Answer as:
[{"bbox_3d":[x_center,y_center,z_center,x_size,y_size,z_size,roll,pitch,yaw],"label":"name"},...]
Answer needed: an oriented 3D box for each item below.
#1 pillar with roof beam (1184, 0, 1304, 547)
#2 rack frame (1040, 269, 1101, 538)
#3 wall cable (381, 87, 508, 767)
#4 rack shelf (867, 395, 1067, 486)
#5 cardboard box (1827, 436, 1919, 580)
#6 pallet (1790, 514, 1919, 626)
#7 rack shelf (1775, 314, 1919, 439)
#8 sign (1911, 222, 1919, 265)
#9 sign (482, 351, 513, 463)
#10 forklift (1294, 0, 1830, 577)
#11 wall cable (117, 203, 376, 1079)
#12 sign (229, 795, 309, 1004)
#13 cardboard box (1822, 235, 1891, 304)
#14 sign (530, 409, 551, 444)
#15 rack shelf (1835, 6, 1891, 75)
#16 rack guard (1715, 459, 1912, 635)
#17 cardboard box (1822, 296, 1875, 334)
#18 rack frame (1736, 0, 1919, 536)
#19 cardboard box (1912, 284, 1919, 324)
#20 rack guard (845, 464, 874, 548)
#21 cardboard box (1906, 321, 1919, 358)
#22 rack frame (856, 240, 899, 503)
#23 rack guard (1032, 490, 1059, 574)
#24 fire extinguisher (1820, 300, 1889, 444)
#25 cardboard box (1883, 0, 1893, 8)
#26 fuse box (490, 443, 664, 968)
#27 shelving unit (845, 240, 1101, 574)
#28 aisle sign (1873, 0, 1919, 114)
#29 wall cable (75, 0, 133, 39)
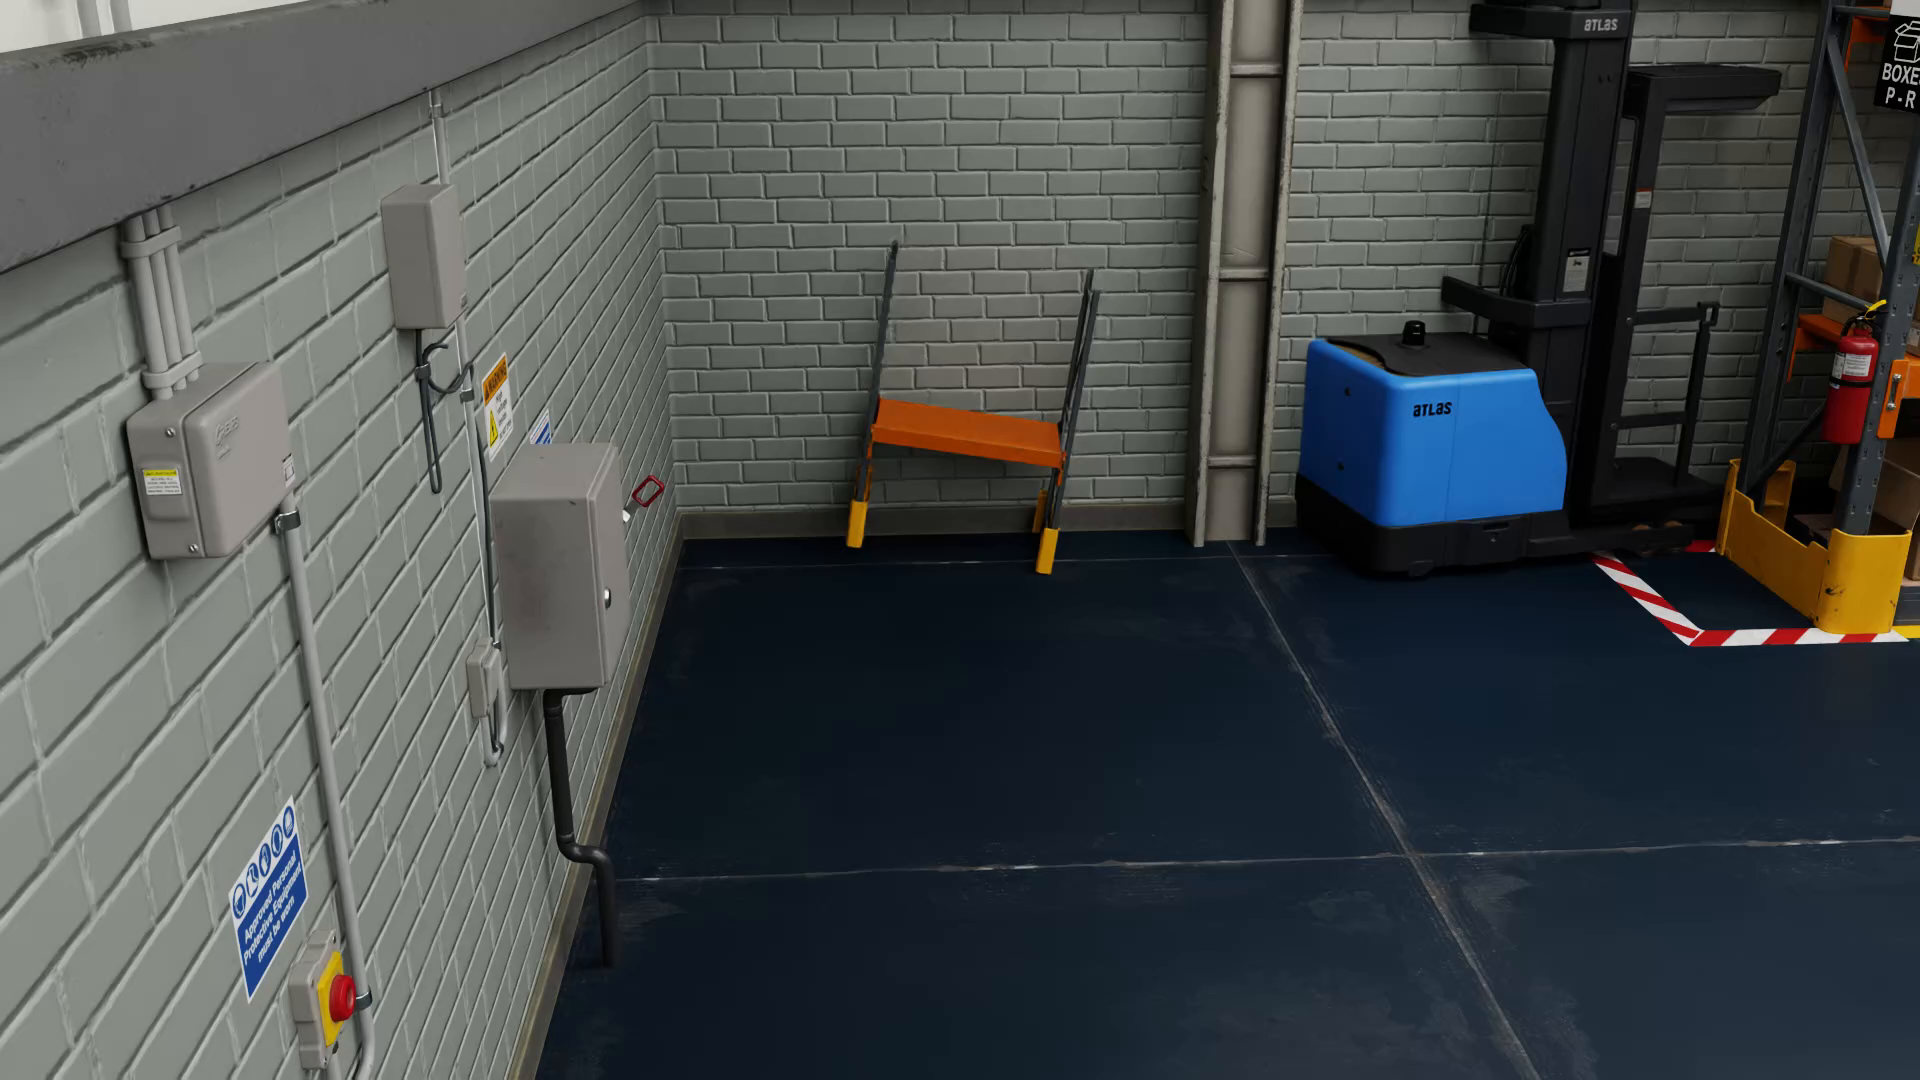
[{"bbox_3d":[1.701,-2.698,3.561,0.400,9.000,9.100,-1,21,-3],"label":"pillar with roof beam"},{"bbox_3d":[0.564,-0.619,8.640,0.032,1.500,0.500,8,22,-3],"label":"rack frame"},{"bbox_3d":[-1.235,-0.251,4.136,0.122,1.984,0.588,-1,21,-3],"label":"wall cable"},{"bbox_3d":[0.035,-0.524,8.682,1.000,0.185,0.538,8,22,-3],"label":"rack shelf"},{"bbox_3d":[4.815,-0.167,8.262,0.637,0.503,0.797,-2,21,-5],"label":"cardboard box"},{"bbox_3d":[5.071,0.127,8.492,1.213,0.211,1.003,-1,21,-3],"label":"pallet"},{"bbox_3d":[6.196,-0.863,8.183,4.000,0.370,1.077,-1,21,-3],"label":"rack shelf"},{"bbox_3d":[4.230,-1.370,7.288,0.005,0.325,0.100,-1,21,-3],"label":"sign"},{"bbox_3d":[-1.320,-0.384,4.753,0.001,0.242,0.339,-1,21,-3],"label":"sign"},{"bbox_3d":[3.434,-1.458,8.831,3.031,2.935,1.130,-6,22,-15],"label":"forklift"},{"bbox_3d":[-1.142,0.238,2.808,0.123,1.953,0.585,-1,21,-3],"label":"wall cable"},{"bbox_3d":[-1.201,0.620,2.898,0.001,0.218,0.327,-1,21,-3],"label":"sign"},{"bbox_3d":[4.643,-1.331,8.194,0.500,0.250,0.500,-1,21,-1],"label":"cardboard box"},{"bbox_3d":[-1.352,-0.149,5.429,0.001,0.494,0.329,-1,21,-3],"label":"sign"},{"bbox_3d":[6.196,-2.265,7.649,4.000,0.370,1.077,-1,21,-3],"label":"rack shelf"},{"bbox_3d":[4.275,0.008,8.397,0.348,0.500,1.175,-1,21,-3],"label":"rack guard"},{"bbox_3d":[4.514,-1.143,8.261,0.250,0.149,0.380,-1,21,-4],"label":"cardboard box"},{"bbox_3d":[4.199,-1.159,7.948,0.127,3.000,1.000,-1,21,-3],"label":"rack frame"},{"bbox_3d":[4.667,-1.141,7.695,0.500,0.250,0.500,-1,21,-3],"label":"cardboard box"},{"bbox_3d":[-0.531,-0.185,8.821,0.087,0.250,0.587,8,22,-3],"label":"rack guard"},{"bbox_3d":[4.543,-0.950,7.754,0.250,0.149,0.380,-1,21,-3],"label":"cardboard box"},{"bbox_3d":[-0.441,-0.760,8.592,0.032,1.500,0.500,8,22,-3],"label":"rack frame"},{"bbox_3d":[0.454,-0.048,8.868,0.087,0.250,0.587,8,22,-3],"label":"rack guard"},{"bbox_3d":[4.078,-0.781,7.589,0.183,0.674,0.296,-1,21,-3],"label":"fire extinguisher"},{"bbox_3d":[4.505,-2.532,7.692,0.250,0.149,0.380,-1,21,-2],"label":"cardboard box"},{"bbox_3d":[-1.117,0.580,5.192,0.414,1.711,0.539,-1,21,-3],"label":"fuse box"},{"bbox_3d":[0.053,-0.691,8.615,1.083,1.500,0.587,8,22,-3],"label":"shelving unit"},{"bbox_3d":[4.147,-2.268,7.208,0.004,0.787,0.394,-1,21,-3],"label":"aisle sign"},{"bbox_3d":[-1.177,-1.983,1.683,0.029,3.000,0.463,-1,21,-3],"label":"wall cable"}]
